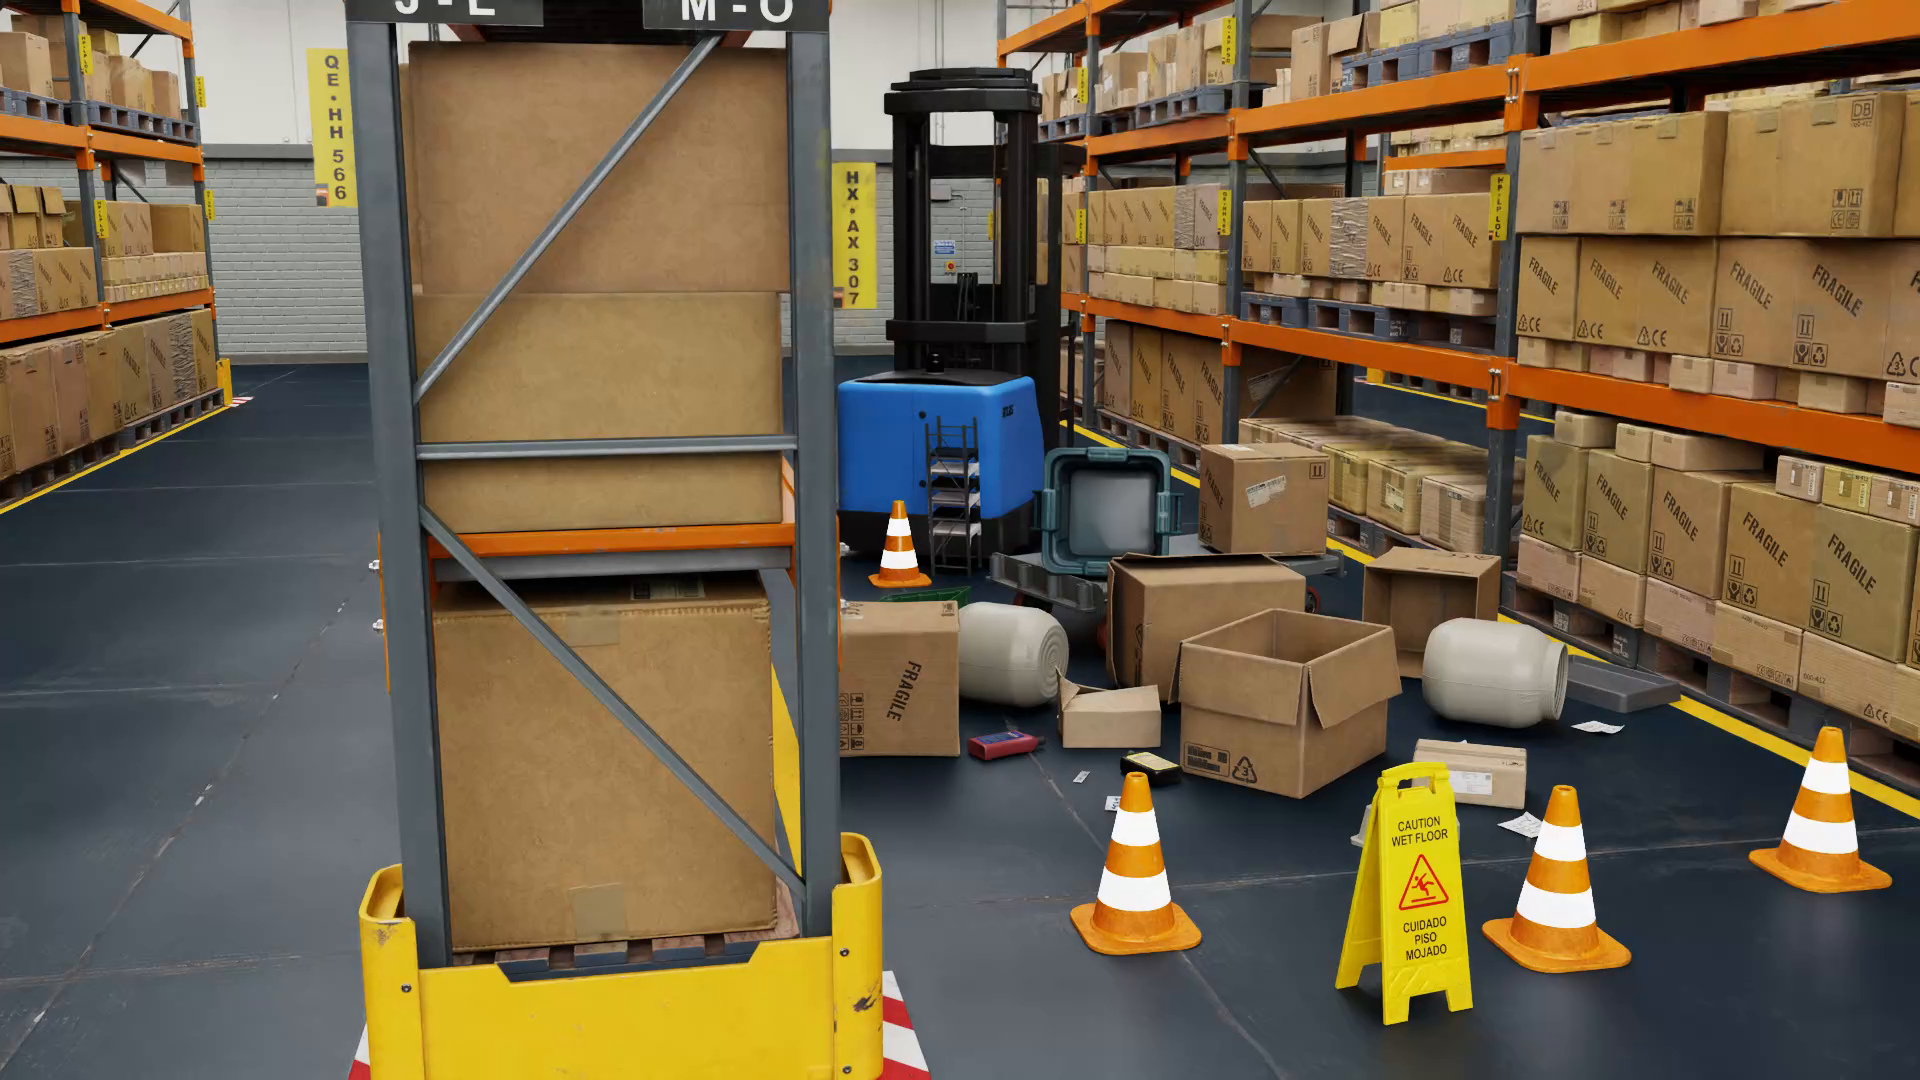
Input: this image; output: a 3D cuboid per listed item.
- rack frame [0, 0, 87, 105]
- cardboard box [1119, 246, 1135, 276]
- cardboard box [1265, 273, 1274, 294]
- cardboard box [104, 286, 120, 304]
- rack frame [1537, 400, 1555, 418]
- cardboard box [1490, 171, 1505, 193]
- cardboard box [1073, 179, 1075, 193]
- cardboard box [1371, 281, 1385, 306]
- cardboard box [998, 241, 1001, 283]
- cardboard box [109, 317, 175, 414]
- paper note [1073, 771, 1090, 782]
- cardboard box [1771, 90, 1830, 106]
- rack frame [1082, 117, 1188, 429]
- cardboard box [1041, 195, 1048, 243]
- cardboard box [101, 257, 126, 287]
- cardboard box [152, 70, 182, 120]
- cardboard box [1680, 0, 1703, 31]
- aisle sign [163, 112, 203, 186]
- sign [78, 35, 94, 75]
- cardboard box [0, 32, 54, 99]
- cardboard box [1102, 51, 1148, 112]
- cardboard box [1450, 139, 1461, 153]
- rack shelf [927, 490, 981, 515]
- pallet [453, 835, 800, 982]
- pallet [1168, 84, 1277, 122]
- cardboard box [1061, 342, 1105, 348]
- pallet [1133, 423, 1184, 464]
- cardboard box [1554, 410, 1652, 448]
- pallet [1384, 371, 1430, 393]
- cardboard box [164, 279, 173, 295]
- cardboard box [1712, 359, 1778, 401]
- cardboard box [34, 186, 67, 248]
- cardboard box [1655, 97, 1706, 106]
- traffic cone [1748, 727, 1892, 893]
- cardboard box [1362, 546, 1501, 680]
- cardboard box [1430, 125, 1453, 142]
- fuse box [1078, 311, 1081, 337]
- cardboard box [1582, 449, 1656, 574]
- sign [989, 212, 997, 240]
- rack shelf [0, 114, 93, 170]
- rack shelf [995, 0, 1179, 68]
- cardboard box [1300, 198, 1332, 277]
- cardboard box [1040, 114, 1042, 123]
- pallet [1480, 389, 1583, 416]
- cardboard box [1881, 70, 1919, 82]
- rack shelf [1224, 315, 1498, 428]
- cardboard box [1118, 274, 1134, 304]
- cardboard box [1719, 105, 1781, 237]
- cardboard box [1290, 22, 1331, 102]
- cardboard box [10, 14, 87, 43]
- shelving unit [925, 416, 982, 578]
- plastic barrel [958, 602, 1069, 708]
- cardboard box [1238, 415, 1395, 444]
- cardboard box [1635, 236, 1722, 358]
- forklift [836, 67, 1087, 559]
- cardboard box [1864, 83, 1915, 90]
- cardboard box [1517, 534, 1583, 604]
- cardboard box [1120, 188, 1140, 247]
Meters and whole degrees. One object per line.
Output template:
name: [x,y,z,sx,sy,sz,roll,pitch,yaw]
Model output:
rack frame: [-8.003,-5.189,13.893,1.000,3.000,0.127,-2,11,-11]
cardboard box: [1.727,-2.495,14.848,0.500,0.250,0.500,-2,11,-10]
cardboard box: [2.398,-1.832,11.849,0.380,0.149,0.250,-3,11,-15]
cardboard box: [-7.735,-2.185,14.826,0.380,0.149,0.250,-2,11,-11]
rack frame: [6.585,-2.784,17.299,1.000,3.000,0.127,-2,11,-11]
cardboard box: [3.216,-2.150,10.049,0.380,0.149,0.250,-1,11,-8]
cardboard box: [1.361,-3.605,16.937,0.380,0.149,0.250,-2,11,-11]
cardboard box: [2.718,-1.490,10.051,0.380,0.149,0.250,-2,11,-11]
cardboard box: [0.751,-3.287,19.675,0.500,0.500,0.500,-2,11,-11]
cardboard box: [-8.228,-1.694,16.132,0.875,0.875,0.875,-2,11,-11]
paper note: [0.446,0.869,6.104,0.032,0.001,0.123,4,11,18]
cardboard box: [7.025,-3.535,13.626,0.500,0.250,0.500,-2,11,-13]
rack frame: [1.717,-2.602,16.347,1.000,3.000,0.127,-2,11,-11]
cardboard box: [1.156,-3.406,17.625,0.500,0.500,0.500,-2,11,-10]
cardboard box: [-7.838,-2.410,14.943,0.500,0.250,0.500,-2,11,-12]
cardboard box: [-8.628,-4.660,17.479,0.700,0.500,0.500,-3,11,-14]
cardboard box: [3.297,-2.231,7.045,0.380,0.149,0.250,-2,11,-13]
aisle sign: [-8.501,-4.277,18.192,0.394,0.787,0.004,-2,11,-11]
sign: [-7.473,-4.146,14.209,0.100,0.325,0.005,-2,11,-11]
cardboard box: [-7.881,-3.865,13.568,0.700,0.500,0.500,-2,11,-10]
cardboard box: [1.604,-4.159,15.113,0.500,0.500,0.500,-2,11,-12]
cardboard box: [5.844,-4.516,19.049,0.380,0.149,0.250,-2,11,-11]
rack shelf: [-0.033,-0.215,9.545,0.258,0.077,0.200,3,18,18]
pallet: [-1.017,1.023,4.757,1.003,0.211,1.213,-2,11,-11]
pallet: [2.318,-3.366,12.840,1.213,0.211,1.003,-2,11,-8]
cardboard box: [1.352,-1.999,18.905,0.875,0.438,0.875,-2,11,-9]
pallet: [2.182,-0.870,14.701,1.003,0.211,1.213,-2,11,-11]
cardboard box: [3.089,-0.535,7.973,0.380,0.149,0.250,-2,11,-10]
pallet: [5.978,-1.987,20.573,1.003,0.211,1.213,-2,11,-11]
cardboard box: [-8.092,-2.519,16.578,0.380,0.149,0.250,-2,11,-10]
cardboard box: [3.336,-0.662,6.825,0.380,0.149,0.250,-2,11,-11]
cardboard box: [-7.871,-2.667,13.737,0.797,0.503,0.637,-2,11,-12]
cardboard box: [6.578,-4.039,15.153,0.380,0.149,0.250,-2,11,-10]
traffic cone: [2.702,0.813,5.189,0.336,0.463,0.334,-2,11,-11]
cardboard box: [2.147,0.338,7.579,0.500,0.500,0.500,6,12,28]
cardboard box: [5.832,-4.785,19.398,0.500,0.250,0.500,-2,11,-13]
fuse box: [1.909,-3.786,26.012,0.539,1.711,0.414,-2,11,-11]
cardboard box: [3.239,-0.143,7.652,0.500,0.500,0.500,-2,11,-9]
sign: [0.394,-3.781,20.013,0.100,0.325,0.005,-2,11,-11]
rack shelf: [-7.615,-2.995,12.313,1.077,0.370,4.000,-2,11,-11]
rack shelf: [1.328,-5.366,17.818,1.077,0.370,4.000,-2,11,-11]
cardboard box: [2.574,-1.987,10.927,0.500,0.500,0.500,-2,11,-10]
cardboard box: [1.181,-4.745,18.429,0.500,0.311,0.500,-2,11,-10]
pallet: [6.453,-1.540,18.222,1.003,0.211,1.213,-2,11,-11]
cardboard box: [7.265,-3.686,12.362,0.500,0.500,0.500,-2,11,-11]
rack shelf: [2.884,-1.149,10.633,1.077,0.370,4.000,-2,11,-11]
cardboard box: [1.730,-2.249,14.892,0.500,0.250,0.500,-2,11,-11]
cardboard box: [3.486,-1.453,6.572,0.700,0.500,0.500,-2,11,-11]
cardboard box: [2.670,-3.217,11.288,0.700,0.500,0.500,-2,11,-11]
cardboard box: [-8.180,-4.561,14.953,0.500,0.250,0.500,-3,11,-15]
shelving unit: [-0.034,-0.247,9.536,0.258,0.900,0.210,3,18,18]
plastic barrel: [0.163,0.481,7.036,0.512,0.421,0.421,6,12,28]
cardboard box: [2.595,-0.680,12.153,0.950,0.372,0.625,-3,11,-15]
cardboard box: [3.291,-1.056,7.158,0.500,0.500,0.500,-2,11,-11]
forklift: [0.197,-1.552,11.010,1.130,2.935,3.031,4,11,18]
cardboard box: [7.527,-3.721,13.539,0.380,0.149,0.250,-2,11,-10]
cardboard box: [3.123,0.127,8.236,0.500,0.250,0.500,-3,11,-14]
cardboard box: [1.742,-2.867,14.797,0.500,0.500,0.500,-2,11,-12]
